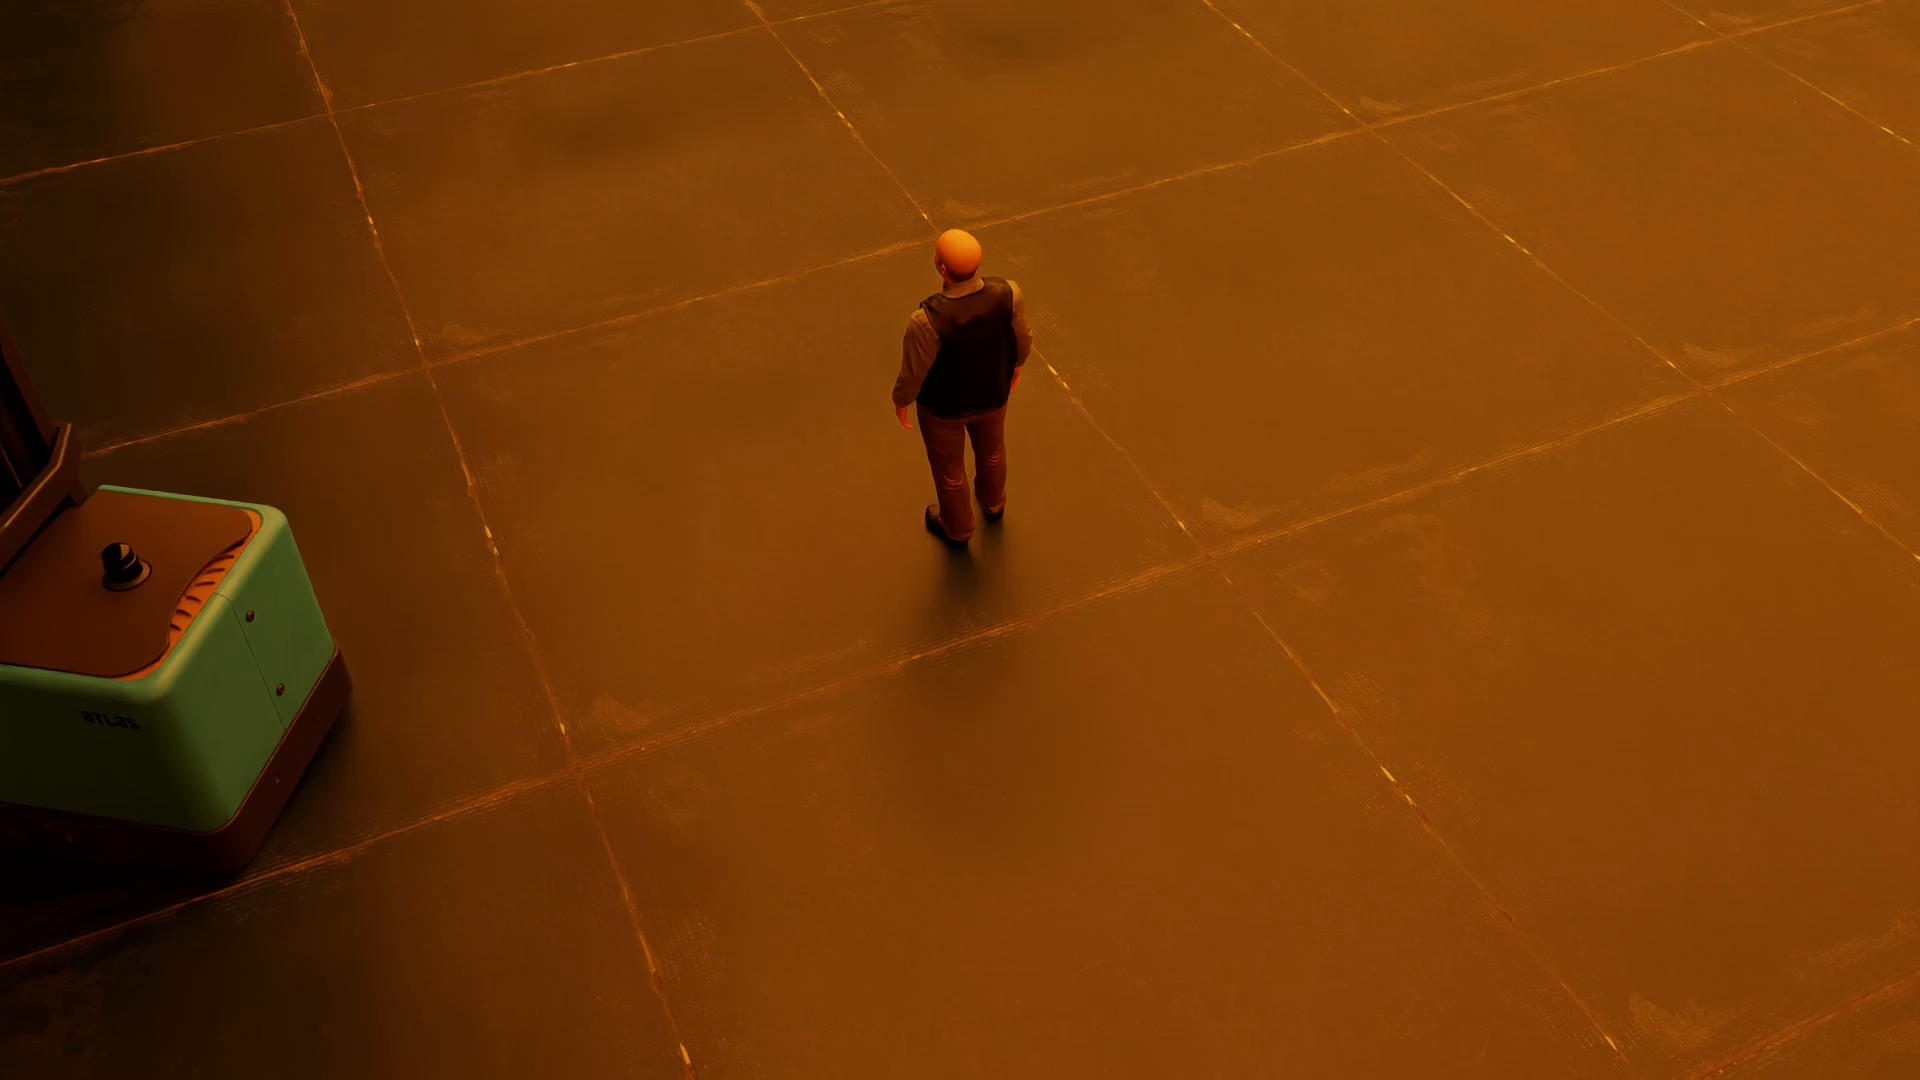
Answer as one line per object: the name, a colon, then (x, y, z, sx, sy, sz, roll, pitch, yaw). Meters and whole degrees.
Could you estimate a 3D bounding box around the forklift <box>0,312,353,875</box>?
forklift: (-4.140, -0.268, 5.967, 3.031, 2.935, 1.130, 7, 43, 7)

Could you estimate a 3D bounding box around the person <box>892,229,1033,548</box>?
person: (-0.018, -0.675, 7.280, 0.632, 1.720, 0.568, -18, 46, -18)
